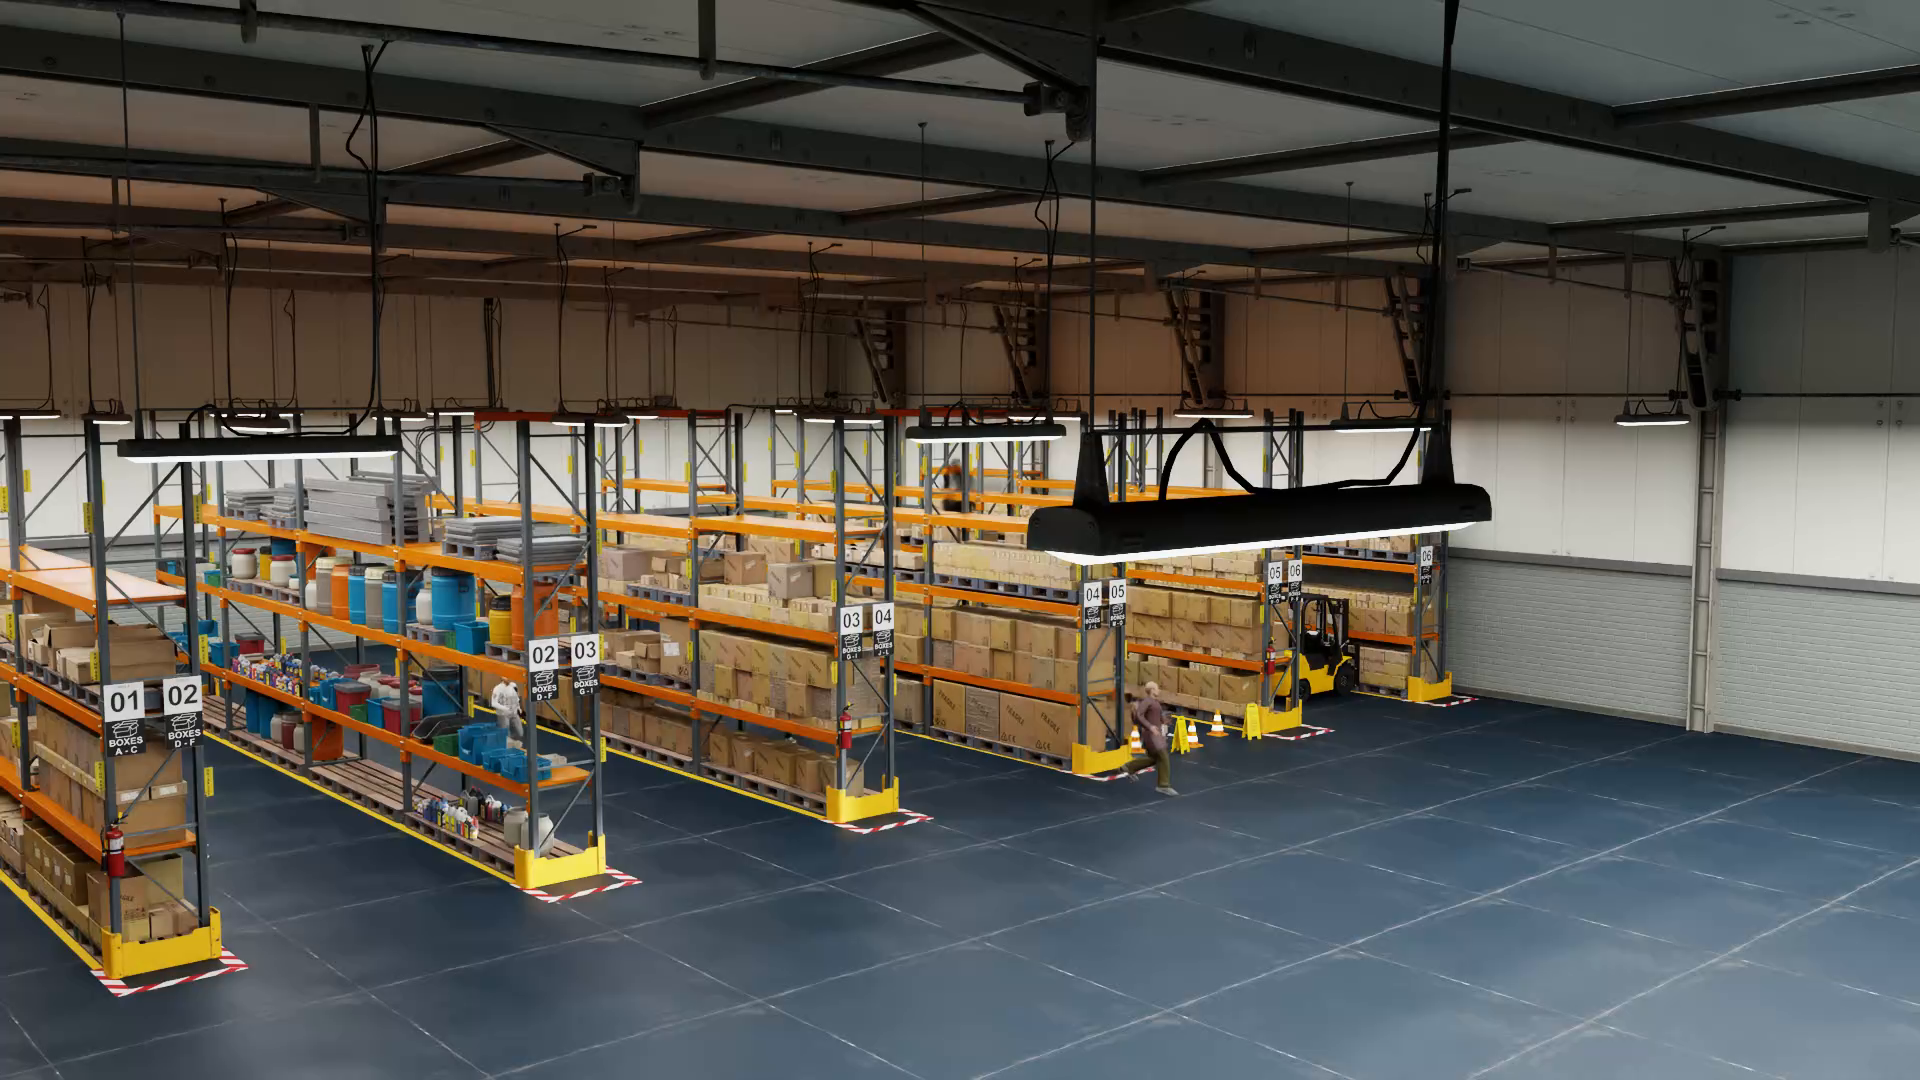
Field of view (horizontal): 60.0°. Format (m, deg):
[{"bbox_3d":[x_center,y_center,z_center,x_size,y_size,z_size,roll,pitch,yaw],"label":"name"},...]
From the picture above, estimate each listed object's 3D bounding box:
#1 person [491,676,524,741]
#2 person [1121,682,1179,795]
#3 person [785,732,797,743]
[{"bbox_3d":[-7.712,2.998,28.488,0.528,1.653,0.589,5,7,43],"label":"person"},{"bbox_3d":[3.048,3.146,26.591,0.972,1.768,0.733,1,5,13],"label":"person"},{"bbox_3d":[-2.987,2.905,30.082,0.532,1.556,0.525,4,7,40],"label":"person"}]
